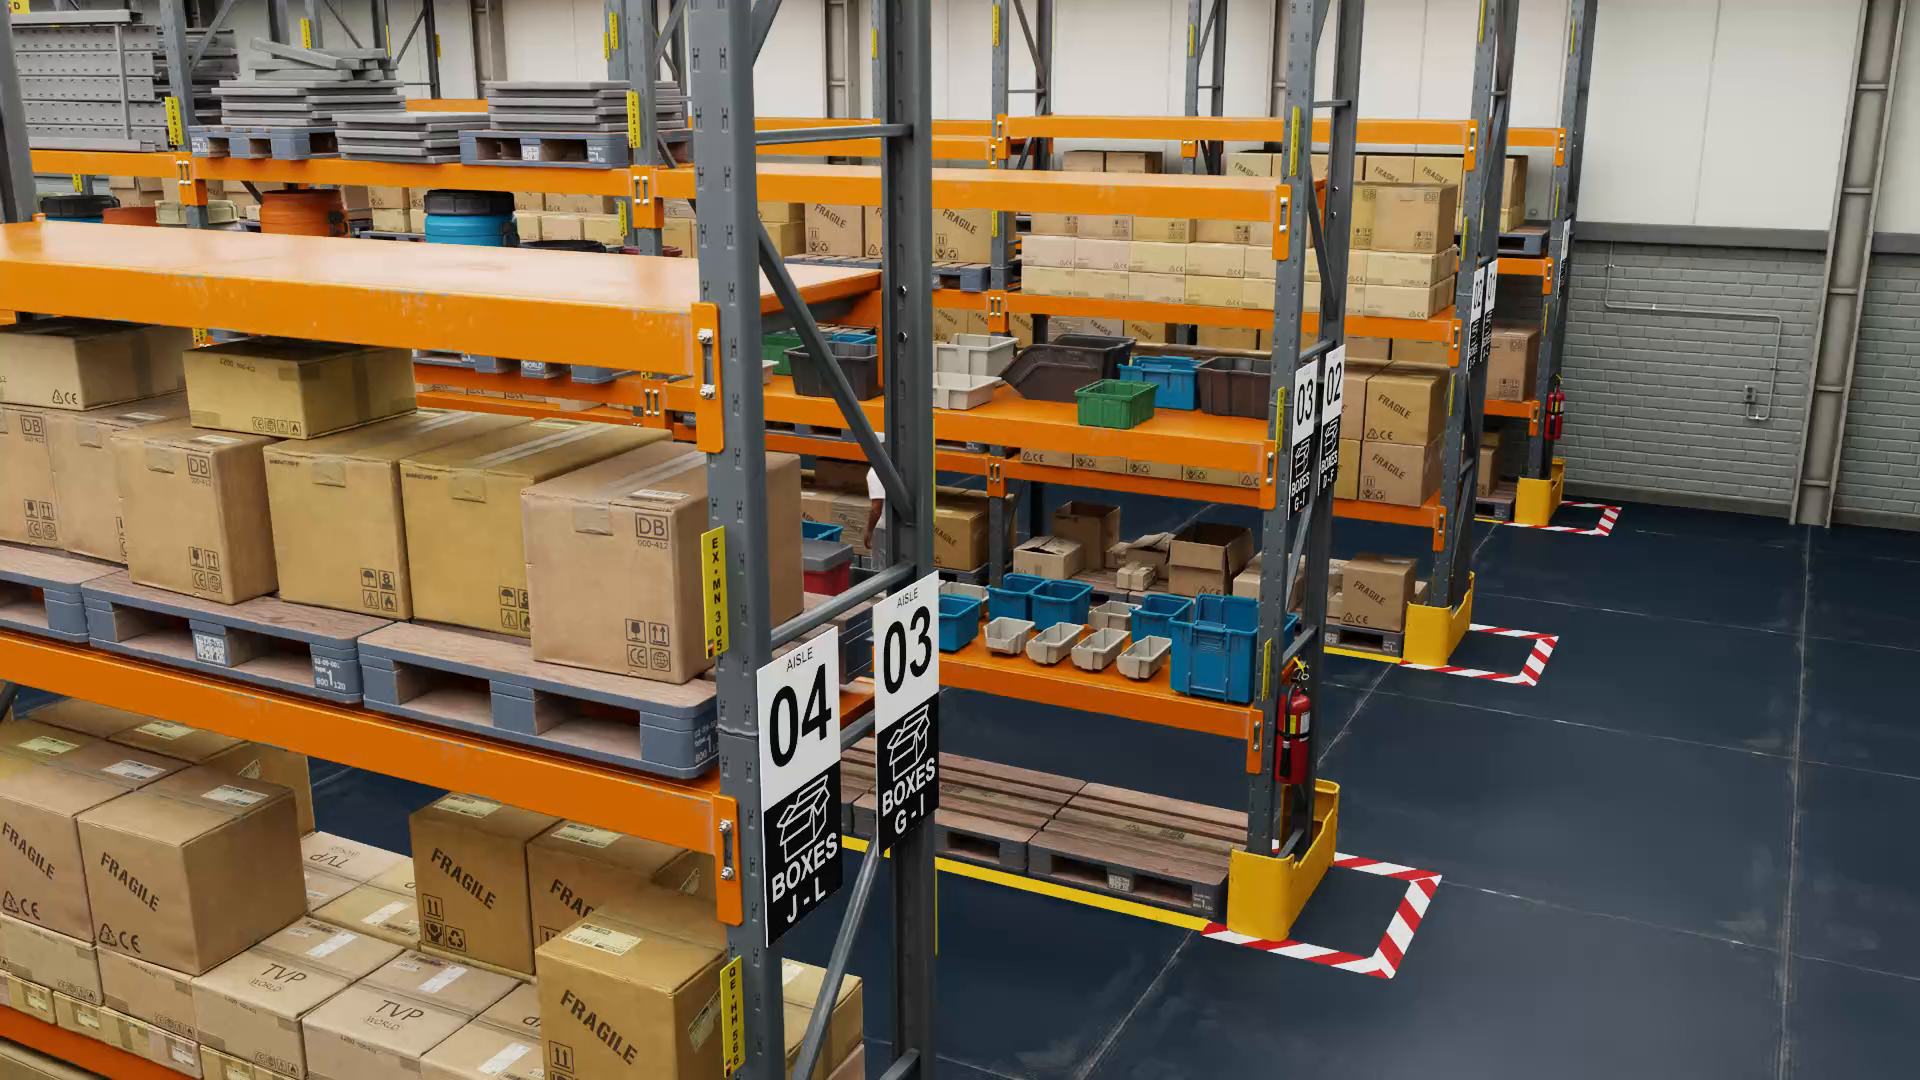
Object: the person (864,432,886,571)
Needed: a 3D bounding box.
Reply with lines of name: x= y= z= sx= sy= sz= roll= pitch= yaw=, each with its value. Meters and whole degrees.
person: x=-0.638 y=-0.140 z=14.492 sx=0.458 sy=1.761 sz=0.626 roll=8 pitch=18 yaw=27
